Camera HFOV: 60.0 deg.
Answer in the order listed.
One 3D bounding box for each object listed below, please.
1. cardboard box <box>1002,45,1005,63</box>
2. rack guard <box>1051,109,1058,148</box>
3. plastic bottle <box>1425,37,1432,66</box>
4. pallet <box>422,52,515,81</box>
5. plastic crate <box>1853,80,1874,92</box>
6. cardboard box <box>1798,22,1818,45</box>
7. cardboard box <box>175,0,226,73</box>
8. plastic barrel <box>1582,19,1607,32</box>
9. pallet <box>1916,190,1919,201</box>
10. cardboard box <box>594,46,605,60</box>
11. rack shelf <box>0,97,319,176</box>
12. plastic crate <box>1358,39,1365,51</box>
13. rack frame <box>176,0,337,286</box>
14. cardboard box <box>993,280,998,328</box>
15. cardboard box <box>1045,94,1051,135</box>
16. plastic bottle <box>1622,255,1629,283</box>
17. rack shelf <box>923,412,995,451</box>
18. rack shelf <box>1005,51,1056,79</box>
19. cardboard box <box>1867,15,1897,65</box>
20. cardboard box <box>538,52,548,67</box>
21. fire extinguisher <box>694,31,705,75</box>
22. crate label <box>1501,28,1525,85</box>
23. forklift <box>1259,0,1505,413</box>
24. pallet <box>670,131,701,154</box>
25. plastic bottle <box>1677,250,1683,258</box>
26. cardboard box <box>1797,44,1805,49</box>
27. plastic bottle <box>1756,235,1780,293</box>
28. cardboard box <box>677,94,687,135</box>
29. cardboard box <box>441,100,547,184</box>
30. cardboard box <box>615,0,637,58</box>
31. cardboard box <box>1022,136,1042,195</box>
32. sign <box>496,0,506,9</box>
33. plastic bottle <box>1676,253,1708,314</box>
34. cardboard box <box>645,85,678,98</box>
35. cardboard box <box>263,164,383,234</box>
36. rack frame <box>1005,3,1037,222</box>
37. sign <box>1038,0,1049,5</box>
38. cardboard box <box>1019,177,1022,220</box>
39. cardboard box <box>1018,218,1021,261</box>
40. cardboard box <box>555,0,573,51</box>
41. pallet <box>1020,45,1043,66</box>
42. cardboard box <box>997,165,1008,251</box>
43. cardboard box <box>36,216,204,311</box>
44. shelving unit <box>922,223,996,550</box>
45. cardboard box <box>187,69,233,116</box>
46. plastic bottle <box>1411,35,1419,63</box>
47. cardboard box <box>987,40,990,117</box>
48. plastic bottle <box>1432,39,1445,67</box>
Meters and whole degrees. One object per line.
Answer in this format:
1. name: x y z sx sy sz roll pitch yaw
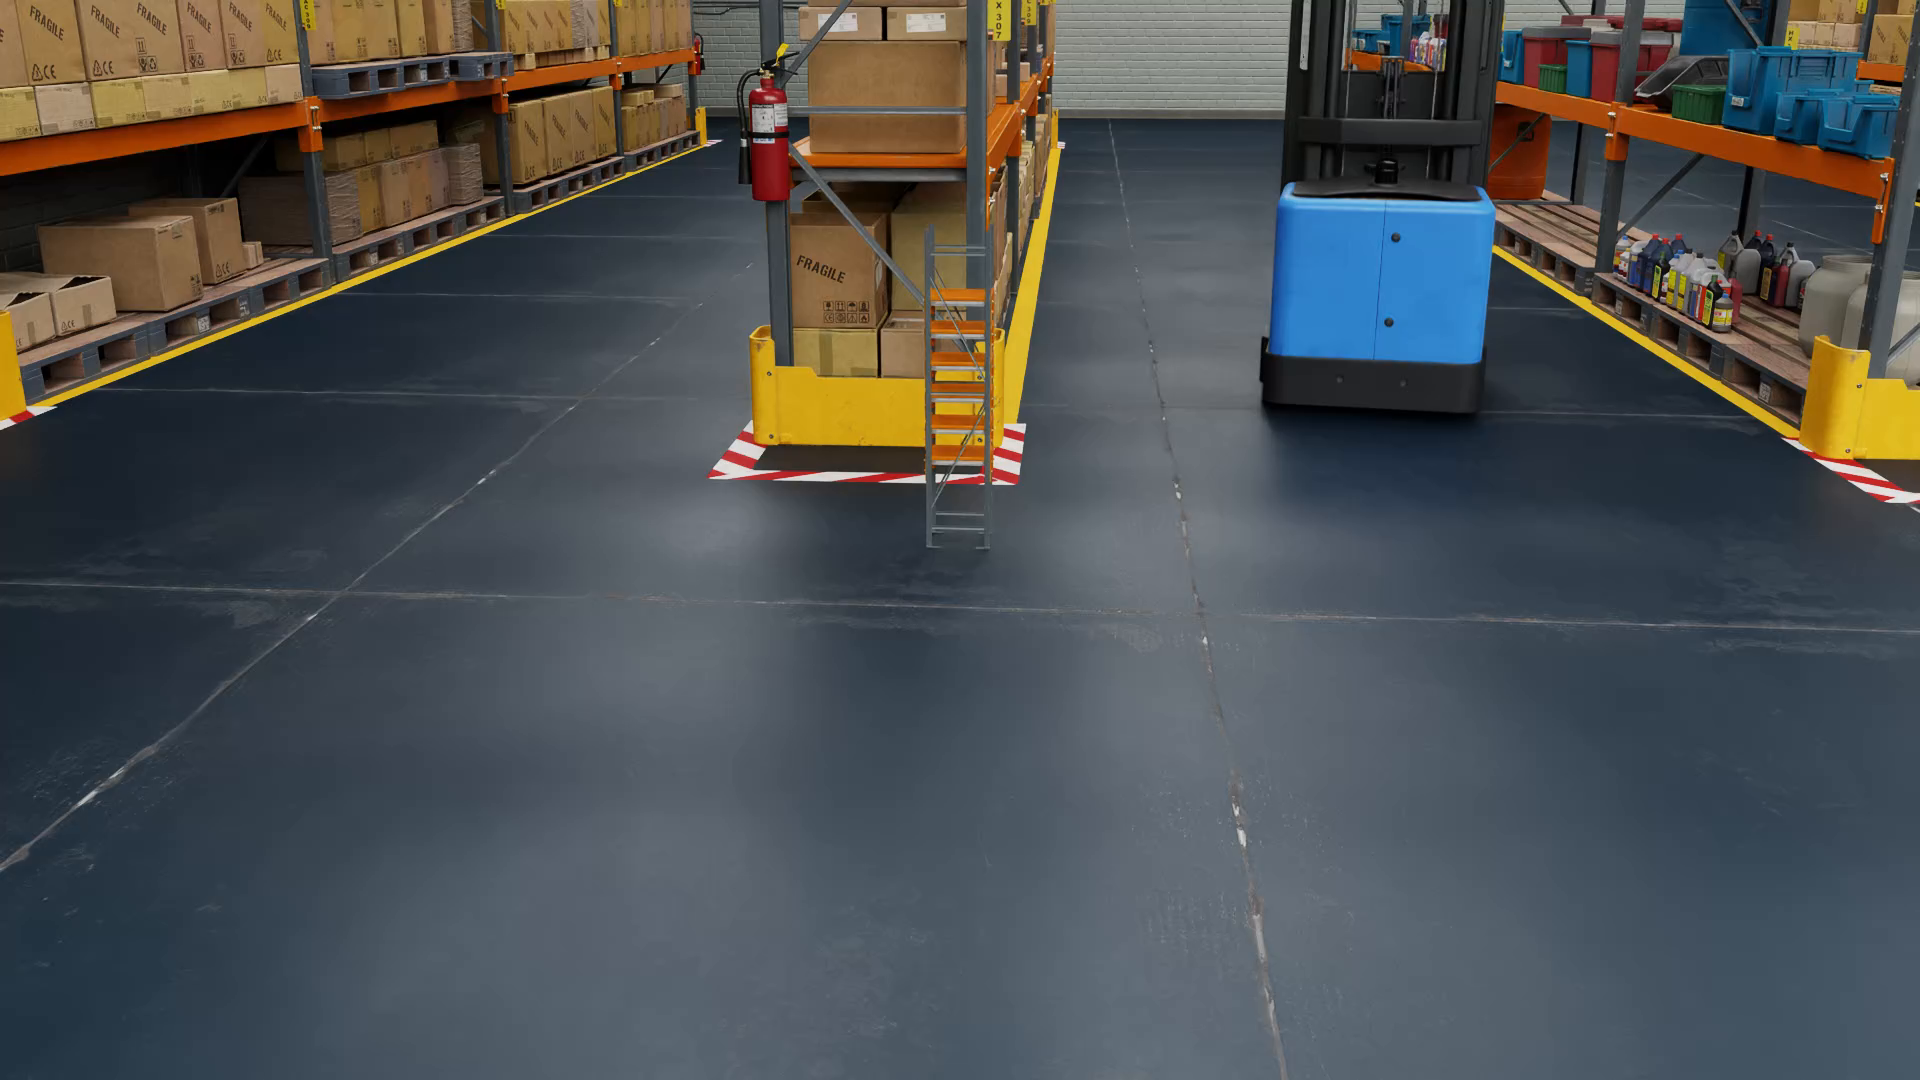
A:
1. cardboard box: 0.123 -4.252 14.724 0.500 0.311 0.500 2 18 7
2. rack guard: 0.761 -5.679 22.952 1.175 0.500 0.348 1 18 4
3. plastic bottle: 4.905 -5.101 17.360 0.061 0.283 0.133 1 18 4
4. pallet: -4.693 -4.201 14.733 1.213 0.211 1.003 1 18 4
5. plastic crate: 5.038 -2.632 9.876 0.499 0.251 0.616 1 18 4
6. cardboard box: 10.201 -5.958 19.553 0.500 0.250 0.500 2 18 5
7. cardboard box: -4.837 -3.103 10.079 0.500 0.500 0.500 1 18 2
8. plastic barrel: 5.273 -4.023 13.704 0.421 0.512 0.421 0 18 0
9. pallet: 10.295 -3.480 16.703 1.003 0.211 1.213 1 18 4
10. cardboard box: -4.198 -5.458 18.633 0.380 0.149 0.250 2 18 5
11. rack shelf: -5.178 -2.310 9.811 1.077 0.370 4.000 1 18 4
12. plastic crate: 5.207 -6.304 21.173 0.250 0.136 0.298 1 18 4
13. rack frame: -5.035 -3.273 11.595 1.000 3.000 0.127 1 18 4
14. cardboard box: -0.052 -1.287 9.273 0.500 0.250 0.500 1 18 4
15. cardboard box: 0.973 -5.737 22.424 0.500 0.500 0.500 1 18 4
16. plastic bottle: 4.372 -1.779 10.822 0.097 0.201 0.097 0 18 0
17. rack shelf: -0.001 -0.409 6.274 0.258 0.103 0.180 1 18 4
18. rack shelf: 0.623 -5.928 20.851 1.077 0.370 4.000 1 18 4
19. cardboard box: 10.078 -5.336 17.731 0.500 0.500 0.500 1 18 4
20. cardboard box: -4.429 -4.903 16.940 0.380 0.149 0.250 2 18 5
21. fire extinguisher: -3.704 -6.823 23.151 0.296 0.674 0.183 1 18 4
22. crate label: 4.792 -4.009 13.782 0.502 0.435 0.616 1 18 4
23. forklift: 2.351 -2.429 9.128 1.130 2.935 3.031 4 19 12
24. pallet: -4.154 -5.425 22.640 1.003 0.211 1.213 1 18 4
25. plastic bottle: 4.485 -1.675 10.394 0.097 0.271 0.097 0 18 0
26. cardboard box: 10.147 -5.808 19.734 0.380 0.149 0.250 1 18 3
27. plastic bottle: 5.074 -1.736 10.452 0.144 0.351 0.185 0 18 1
28. cardboard box: -4.125 -5.792 22.622 0.700 0.500 0.500 1 18 4
29. cardboard box: -4.565 -3.919 16.344 0.750 0.750 0.750 1 18 3
30. cardboard box: -4.406 -6.068 19.644 0.980 0.700 0.700 2 18 5
31. cardboard box: 0.511 -3.562 15.785 0.500 0.500 0.500 2 18 6
32. sign: -4.206 -5.019 15.190 0.100 0.325 0.005 1 18 4
33. plastic bottle: 4.317 -1.512 9.769 0.144 0.351 0.185 2 18 6
34. cardboard box: -3.970 -5.977 22.145 0.380 0.149 0.250 2 18 5
35. cardboard box: -5.012 -2.685 13.108 0.700 0.500 0.500 1 18 3
36. rack frame: 0.193 -4.406 15.052 1.000 3.000 0.127 1 18 4
37. sign: 0.747 -4.945 14.837 0.100 0.325 0.005 1 18 4
38. cardboard box: 0.184 -2.446 11.911 0.500 0.311 0.500 1 18 4
39. cardboard box: 0.182 -2.176 11.989 0.500 0.250 0.500 1 18 3
40. cardboard box: -4.345 -5.337 17.224 0.500 0.500 0.500 2 18 5
41. pallet: 0.328 -4.919 16.926 1.003 0.211 1.213 1 18 4
42. cardboard box: 0.044 -2.109 10.579 0.500 0.500 0.500 1 18 4
43. cardboard box: -5.039 -1.669 10.006 0.700 0.500 0.500 0 18 0
44. shelving unit: -0.001 -0.566 6.222 0.258 1.200 0.189 1 18 4
45. cardboard box: -4.831 -2.746 10.196 0.500 0.250 0.500 1 18 4
46. plastic bottle: 4.959 -5.335 18.076 0.061 0.283 0.133 1 18 4
47. cardboard box: -0.191 -2.754 9.849 0.700 0.500 0.500 2 18 5
48. plastic bottle: 4.924 -4.983 17.012 0.152 0.276 0.135 1 18 4
